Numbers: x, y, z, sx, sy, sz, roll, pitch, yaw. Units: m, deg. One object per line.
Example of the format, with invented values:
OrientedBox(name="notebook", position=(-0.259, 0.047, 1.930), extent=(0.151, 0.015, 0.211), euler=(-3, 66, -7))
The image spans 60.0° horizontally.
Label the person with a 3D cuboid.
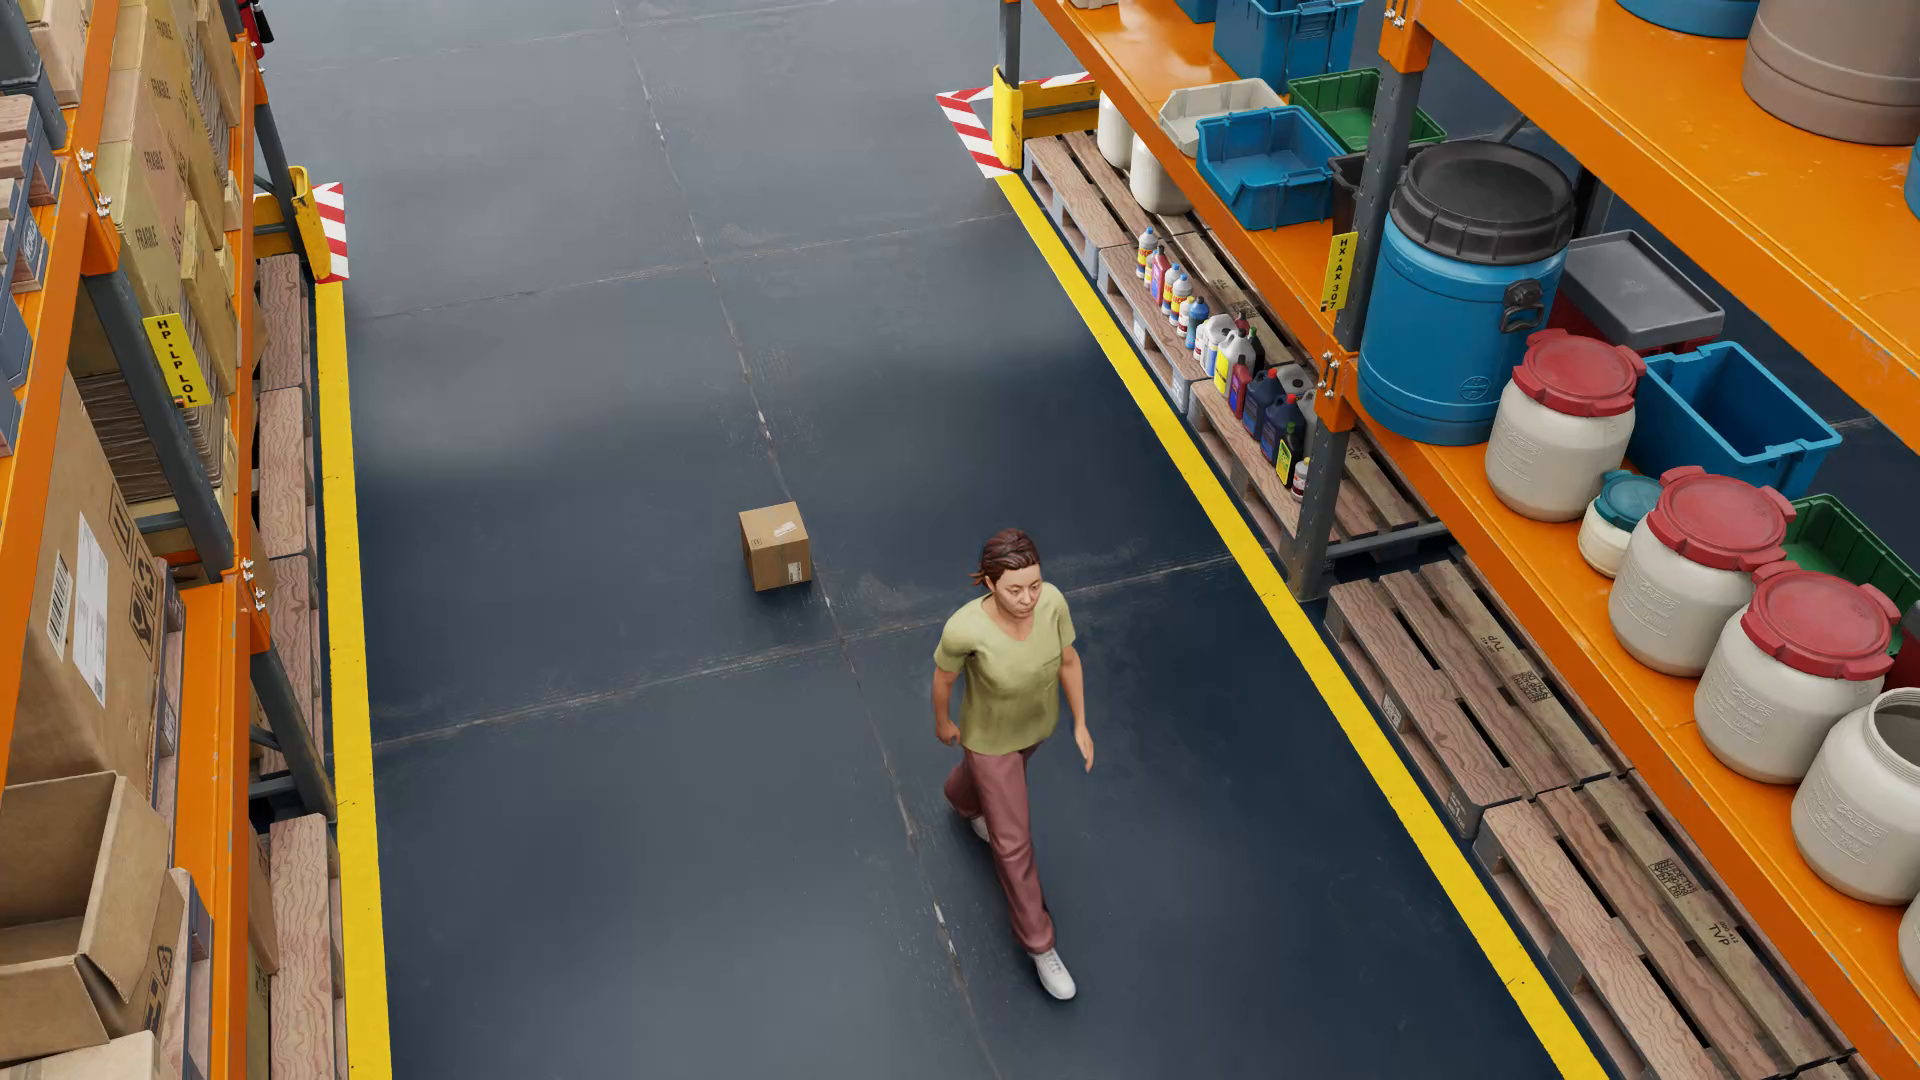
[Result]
OrientedBox(name="person", position=(0.212, 0.647, 5.429), extent=(0.459, 1.618, 0.979), euler=(-23, 47, -23))
